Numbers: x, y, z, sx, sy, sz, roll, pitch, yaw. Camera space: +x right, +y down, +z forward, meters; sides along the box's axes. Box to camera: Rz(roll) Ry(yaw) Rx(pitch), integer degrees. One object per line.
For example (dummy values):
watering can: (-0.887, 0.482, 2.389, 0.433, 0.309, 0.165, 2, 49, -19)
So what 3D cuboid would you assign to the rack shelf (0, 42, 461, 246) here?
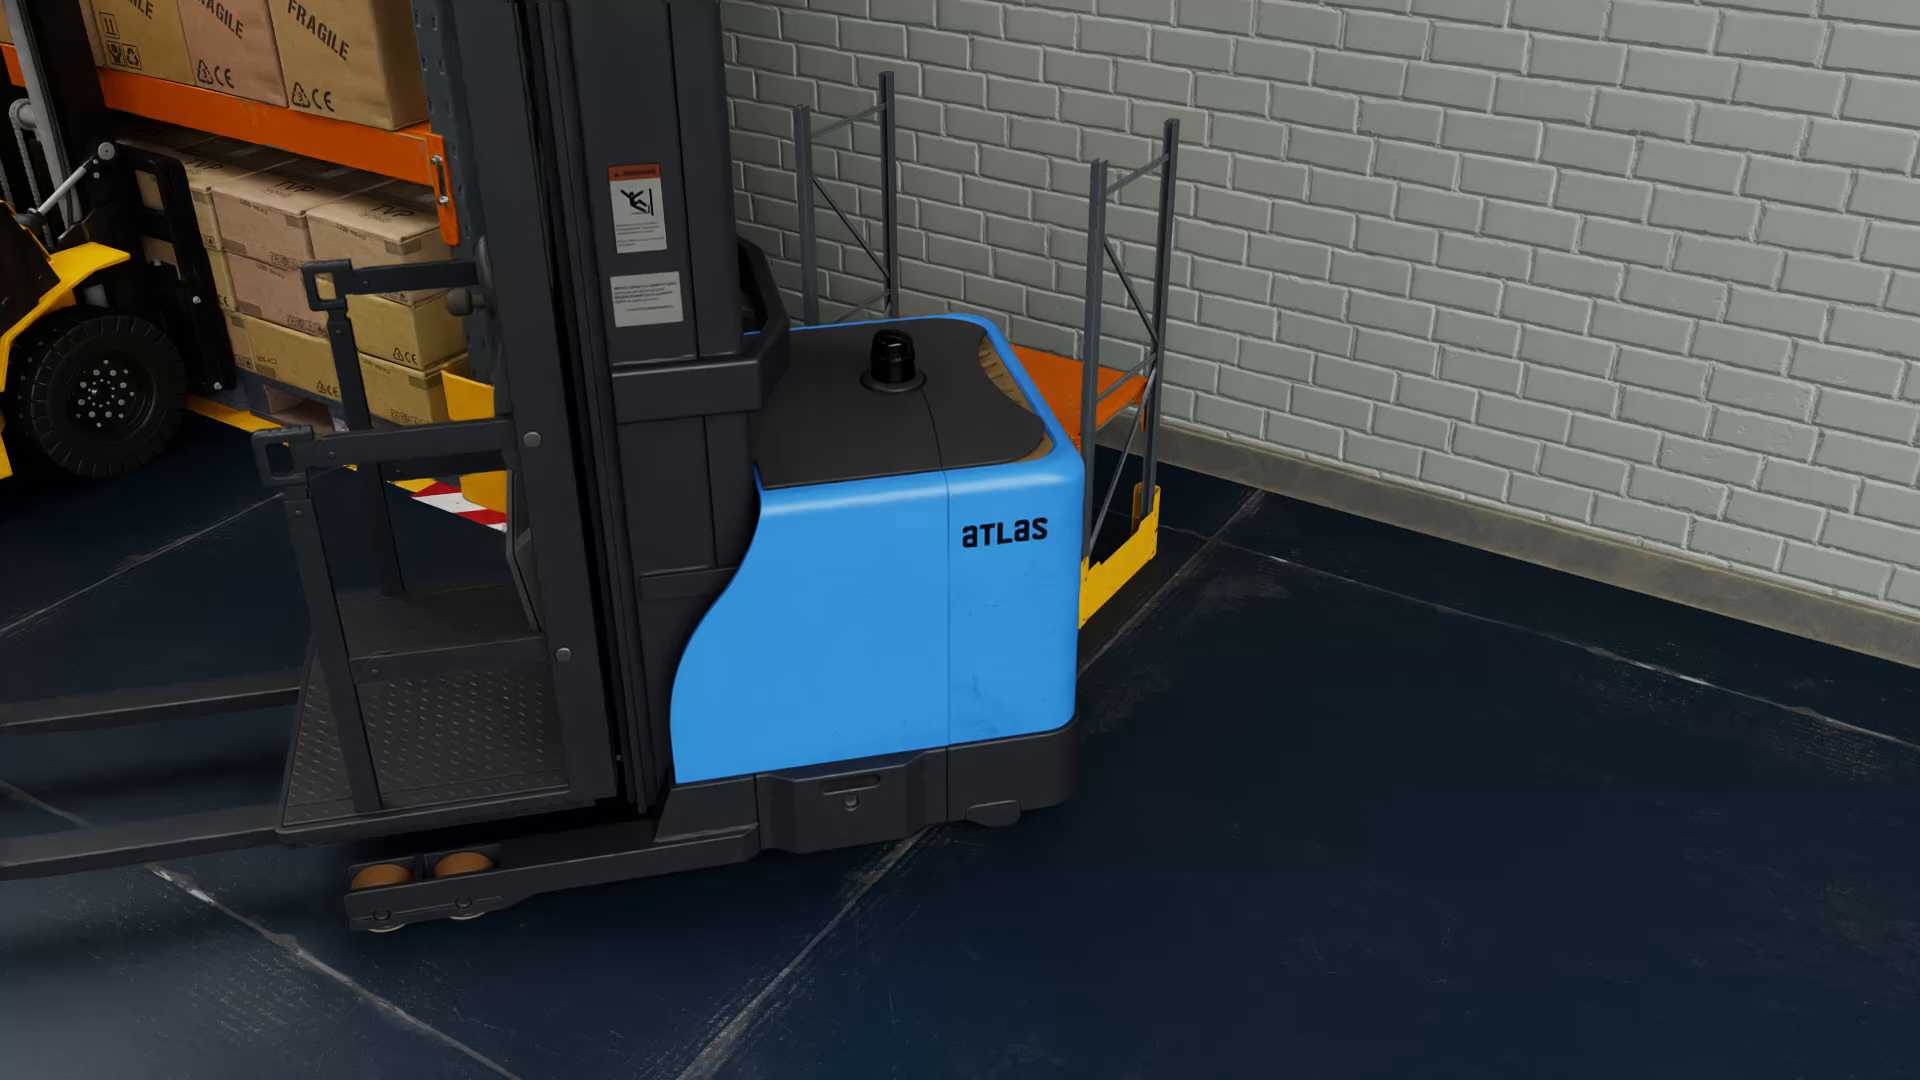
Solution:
rack shelf: (-3.087, -1.889, 6.725, 4.000, 0.370, 1.077, 18, 35, 27)

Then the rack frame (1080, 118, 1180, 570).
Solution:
rack frame: (0.503, -0.489, 5.099, 0.032, 1.500, 0.500, 18, 35, 27)

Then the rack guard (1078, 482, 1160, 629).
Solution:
rack guard: (0.486, 0.046, 5.423, 0.087, 0.250, 0.587, 18, 35, 27)

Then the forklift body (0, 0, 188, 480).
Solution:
forklift body: (-3.969, -1.026, 5.375, 1.214, 2.155, 2.313, 18, 35, 27)

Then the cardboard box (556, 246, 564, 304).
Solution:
cardboard box: (-1.681, -1.088, 6.454, 0.500, 0.250, 0.500, 18, 35, 28)

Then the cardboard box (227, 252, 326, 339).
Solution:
cardboard box: (-2.391, -1.009, 6.319, 0.500, 0.250, 0.500, 17, 34, 27)

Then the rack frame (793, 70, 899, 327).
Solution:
rack frame: (-0.358, -0.761, 5.566, 0.032, 1.500, 0.500, 18, 35, 27)

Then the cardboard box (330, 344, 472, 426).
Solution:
cardboard box: (-1.959, -0.648, 6.197, 0.500, 0.250, 0.500, 18, 35, 28)

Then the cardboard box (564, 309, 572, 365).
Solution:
cardboard box: (-1.705, -0.872, 6.581, 0.500, 0.250, 0.500, 18, 35, 28)

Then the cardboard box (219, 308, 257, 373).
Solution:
cardboard box: (-2.794, -0.923, 6.668, 0.500, 0.250, 0.500, 18, 35, 28)

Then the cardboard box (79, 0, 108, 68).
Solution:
cardboard box: (-3.250, -2.137, 6.336, 0.500, 0.500, 0.500, 18, 35, 28)

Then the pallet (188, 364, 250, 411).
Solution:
pallet: (-3.093, -0.973, 7.209, 1.213, 0.211, 1.003, 18, 35, 27)

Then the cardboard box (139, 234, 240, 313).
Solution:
cardboard box: (-2.839, -1.139, 6.541, 0.500, 0.250, 0.500, 17, 34, 26)

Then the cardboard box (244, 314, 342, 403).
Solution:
cardboard box: (-2.376, -0.786, 6.432, 0.500, 0.250, 0.500, 18, 35, 27)

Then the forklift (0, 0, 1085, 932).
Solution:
forklift: (-1.258, -0.594, 3.859, 3.031, 2.935, 1.130, -7, 31, -11)

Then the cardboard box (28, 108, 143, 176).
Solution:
cardboard box: (-3.683, -1.628, 6.883, 0.500, 0.250, 0.500, 19, 35, 29)

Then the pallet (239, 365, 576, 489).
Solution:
pallet: (-2.063, -0.646, 6.648, 1.213, 0.211, 1.003, 18, 35, 27)

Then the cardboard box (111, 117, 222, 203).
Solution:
cardboard box: (-3.243, -1.484, 6.636, 0.500, 0.250, 0.500, 17, 34, 26)

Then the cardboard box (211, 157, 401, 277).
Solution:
cardboard box: (-2.385, -1.214, 6.173, 0.500, 0.250, 0.500, 18, 35, 28)

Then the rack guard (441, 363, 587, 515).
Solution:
rack guard: (-1.373, -0.577, 6.244, 0.348, 0.500, 1.175, 18, 35, 27)

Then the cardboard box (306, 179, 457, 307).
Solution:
cardboard box: (-1.949, -1.079, 5.943, 0.500, 0.250, 0.500, 19, 35, 29)

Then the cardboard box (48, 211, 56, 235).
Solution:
cardboard box: (-3.688, -1.410, 7.006, 0.500, 0.250, 0.500, 17, 34, 27)

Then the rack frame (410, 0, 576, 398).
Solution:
rack frame: (-1.393, -1.664, 5.625, 0.127, 3.000, 1.000, 18, 35, 27)

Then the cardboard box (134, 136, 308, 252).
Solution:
cardboard box: (-2.818, -1.345, 6.398, 0.500, 0.250, 0.500, 18, 35, 28)

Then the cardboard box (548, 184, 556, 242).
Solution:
cardboard box: (-1.700, -1.299, 6.319, 0.500, 0.250, 0.500, 17, 34, 27)

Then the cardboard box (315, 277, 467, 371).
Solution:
cardboard box: (-1.972, -0.870, 6.081, 0.500, 0.250, 0.500, 17, 34, 27)

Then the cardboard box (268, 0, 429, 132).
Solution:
cardboard box: (-1.950, -1.727, 5.634, 0.500, 0.500, 0.500, 17, 34, 26)

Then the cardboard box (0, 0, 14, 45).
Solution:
cardboard box: (-3.665, -2.280, 6.583, 0.500, 0.500, 0.500, 17, 34, 27)

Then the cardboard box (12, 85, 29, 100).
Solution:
cardboard box: (-4.111, -1.756, 7.103, 0.500, 0.250, 0.500, 18, 35, 27)

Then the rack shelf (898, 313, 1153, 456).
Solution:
rack shelf: (0.072, -0.470, 5.424, 1.000, 0.185, 0.538, 18, 35, 27)

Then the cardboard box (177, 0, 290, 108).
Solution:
cardboard box: (-2.384, -1.870, 5.879, 0.500, 0.500, 0.500, 19, 35, 29)

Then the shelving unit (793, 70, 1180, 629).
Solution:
shelving unit: (0.065, -0.627, 5.337, 1.083, 1.500, 0.587, 18, 35, 27)

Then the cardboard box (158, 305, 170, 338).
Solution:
cardboard box: (-3.246, -1.053, 6.890, 0.500, 0.250, 0.500, 19, 35, 29)

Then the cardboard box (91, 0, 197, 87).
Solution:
cardboard box: (-2.819, -2.007, 6.114, 0.500, 0.500, 0.500, 17, 34, 26)
